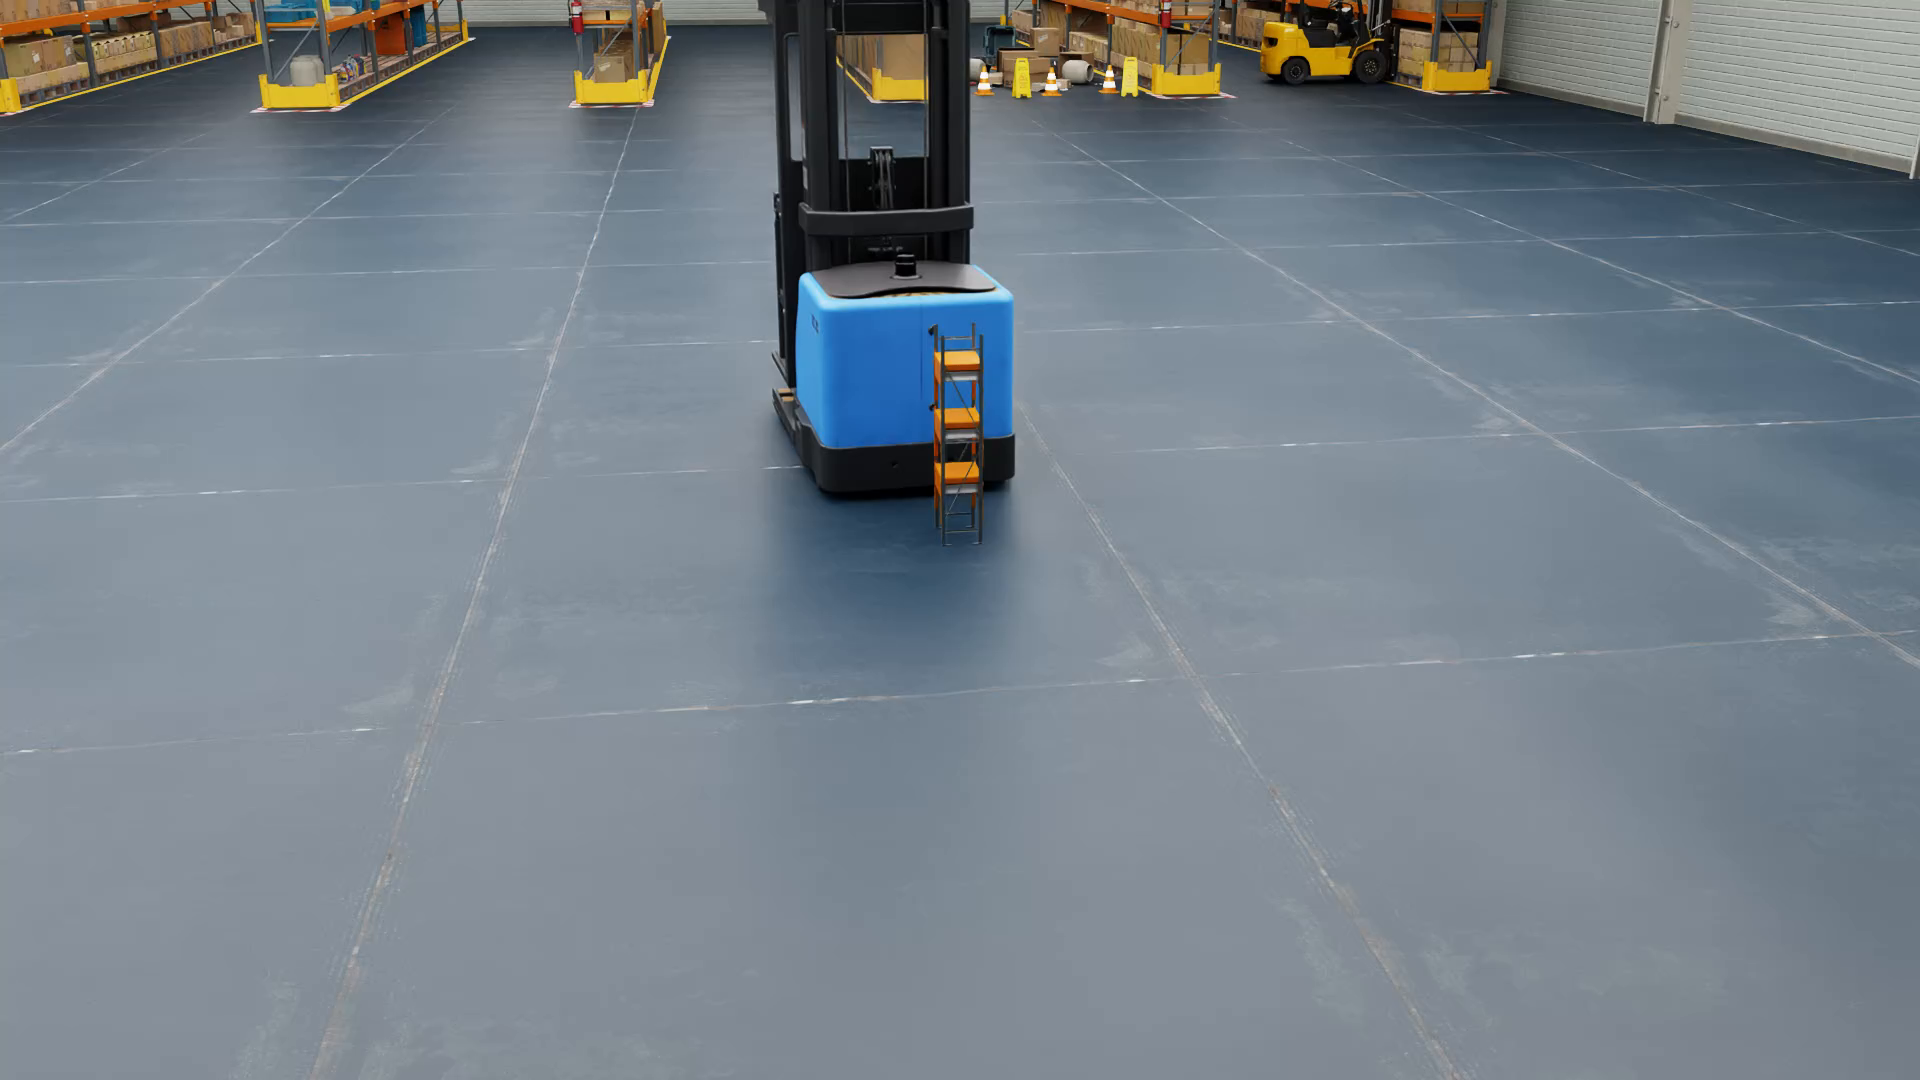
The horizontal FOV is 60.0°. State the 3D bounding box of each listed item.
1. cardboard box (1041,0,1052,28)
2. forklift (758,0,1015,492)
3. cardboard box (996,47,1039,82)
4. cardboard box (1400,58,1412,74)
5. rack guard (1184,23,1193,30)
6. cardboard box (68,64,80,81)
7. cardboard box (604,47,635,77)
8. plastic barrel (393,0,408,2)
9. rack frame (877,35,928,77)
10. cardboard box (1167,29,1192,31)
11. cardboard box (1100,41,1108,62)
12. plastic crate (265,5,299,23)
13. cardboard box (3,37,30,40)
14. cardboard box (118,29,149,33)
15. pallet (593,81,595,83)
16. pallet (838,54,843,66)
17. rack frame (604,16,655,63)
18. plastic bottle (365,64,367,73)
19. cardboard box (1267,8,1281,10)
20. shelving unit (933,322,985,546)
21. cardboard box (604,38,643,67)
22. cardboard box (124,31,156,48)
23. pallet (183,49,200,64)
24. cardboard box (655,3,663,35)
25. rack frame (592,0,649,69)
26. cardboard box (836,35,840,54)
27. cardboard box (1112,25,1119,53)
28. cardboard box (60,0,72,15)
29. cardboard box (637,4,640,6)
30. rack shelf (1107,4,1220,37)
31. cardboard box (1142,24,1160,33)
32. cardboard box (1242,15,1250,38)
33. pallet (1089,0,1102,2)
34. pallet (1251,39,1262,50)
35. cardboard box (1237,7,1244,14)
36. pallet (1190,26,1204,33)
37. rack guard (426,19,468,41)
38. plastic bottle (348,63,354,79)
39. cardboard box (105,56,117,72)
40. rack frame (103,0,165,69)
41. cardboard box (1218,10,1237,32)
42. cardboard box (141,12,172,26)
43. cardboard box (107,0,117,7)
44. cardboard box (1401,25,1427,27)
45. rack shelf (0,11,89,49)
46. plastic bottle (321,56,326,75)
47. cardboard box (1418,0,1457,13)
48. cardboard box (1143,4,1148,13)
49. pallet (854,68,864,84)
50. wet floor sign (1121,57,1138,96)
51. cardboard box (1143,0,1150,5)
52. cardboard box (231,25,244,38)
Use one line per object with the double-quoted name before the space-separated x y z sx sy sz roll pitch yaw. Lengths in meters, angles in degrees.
"cardboard box" 2.419 -12.389 39.537 0.875 0.875 0.875 -2 21 -6
"forklift" -0.540 -2.103 9.658 1.130 2.935 3.031 -5 21 -12
"cardboard box" 1.079 -8.942 31.244 0.797 0.637 0.503 -3 21 -8
"cardboard box" 8.449 -8.723 30.615 0.500 0.250 0.500 -3 21 -8
"rack guard" 6.596 -13.838 44.551 1.175 0.500 0.348 -3 21 -8
"cardboard box" -15.861 -8.216 29.257 0.500 0.250 0.500 -3 21 -8
"cardboard box" -6.128 -8.605 29.941 0.500 0.500 0.500 -5 21 -13
"plastic barrel" -11.514 -11.182 33.675 0.600 0.536 0.708 -3 21 -8
"rack frame" -0.904 -8.959 27.916 1.000 3.000 0.127 -3 21 -8
"cardboard box" 3.990 -9.160 30.712 0.500 0.500 0.500 -3 21 -7
"cardboard box" 3.325 -9.776 33.259 0.950 0.372 0.625 -3 21 -7
"plastic crate" -11.096 -8.583 27.121 0.499 0.251 0.616 -3 21 -8
"cardboard box" -16.305 -8.368 28.591 0.500 0.500 0.500 -3 21 -8
"cardboard box" -17.150 -10.363 34.618 0.500 0.500 0.500 -2 21 -6
"pallet" -5.919 -7.747 28.657 1.003 0.211 1.213 -3 21 -8
"pallet" -2.018 -10.146 35.079 1.003 0.211 1.213 -3 21 -8
"rack frame" -6.980 -11.514 34.756 1.000 3.000 0.127 -3 21 -8
"plastic bottle" -10.944 -8.664 30.498 0.097 0.201 0.097 0 20 0
"cardboard box" 7.587 -12.692 39.957 0.380 0.149 0.250 -3 21 -7
"shelving unit" -0.008 -0.510 8.082 0.215 1.050 0.252 -3 21 -8
"cardboard box" -6.470 -9.378 31.981 0.700 0.500 0.500 -5 21 -12
"cardboard box" -16.464 -10.018 33.279 0.500 0.311 0.500 -2 21 -6
"pallet" -17.026 -10.391 35.736 1.003 0.211 1.213 -3 21 -8
"cardboard box" -7.314 -11.570 37.344 1.225 0.875 0.875 -4 21 -10
"rack frame" -6.403 -10.129 31.048 1.000 3.000 0.127 -3 21 -8
"cardboard box" -2.058 -10.656 35.076 1.050 0.750 0.750 -3 21 -8
"cardboard box" 3.221 -9.671 32.080 0.500 0.500 0.500 -2 21 -5
"cardboard box" -16.136 -9.524 29.286 0.700 0.500 0.500 -3 21 -9
"cardboard box" -5.879 -9.432 29.540 0.380 0.149 0.250 -3 21 -8
"rack shelf" 3.692 -9.599 30.658 1.077 0.370 4.000 -3 21 -8
"cardboard box" 3.487 -9.196 29.880 0.380 0.149 0.250 -2 21 -6
"cardboard box" 7.095 -12.313 39.869 0.500 0.500 0.500 -3 21 -8
"pallet" 3.153 -11.240 34.299 1.003 0.211 1.213 -3 21 -8
"pallet" 7.495 -11.641 39.082 1.003 0.211 1.213 -3 21 -8
"cardboard box" 6.950 -12.842 40.358 0.380 0.149 0.250 -2 21 -5
"pallet" 6.712 -13.426 43.863 1.003 0.211 1.213 -3 21 -8
"rack guard" -13.050 -12.871 41.962 1.175 0.500 0.348 -3 21 -8
"plastic bottle" -10.774 -8.289 29.393 0.097 0.271 0.097 0 20 0
"cardboard box" -16.092 -8.868 31.003 0.500 0.250 0.500 -2 21 -6
"rack frame" -16.783 -11.016 33.422 1.000 3.000 0.127 -3 21 -8
"cardboard box" 6.814 -13.187 42.209 0.700 0.500 0.500 -4 21 -10
"cardboard box" -17.387 -11.261 35.951 0.500 0.250 0.500 -3 21 -8
"cardboard box" -16.525 -10.482 31.851 0.500 0.500 0.500 -4 21 -11
"cardboard box" 8.725 -9.746 31.925 0.500 0.250 0.500 -3 21 -7
"rack shelf" -15.918 -8.601 27.986 1.077 0.370 4.000 -3 21 -8
"plastic bottle" -11.456 -8.551 29.981 0.144 0.351 0.185 -3 21 -8
"cardboard box" 8.561 -9.699 29.756 0.500 0.500 0.500 -3 21 -9
"cardboard box" 3.485 -9.504 29.735 0.380 0.149 0.250 -3 21 -7
"pallet" -1.448 -8.771 31.397 1.003 0.211 1.213 -3 21 -8
"wet floor sign" 2.949 -8.021 28.770 0.267 0.644 0.232 4 21 11
"cardboard box" 3.562 -9.778 29.540 0.500 0.500 0.500 -3 21 -8
"cardboard box" -17.507 -12.197 39.887 0.500 0.250 0.500 -3 21 -8
